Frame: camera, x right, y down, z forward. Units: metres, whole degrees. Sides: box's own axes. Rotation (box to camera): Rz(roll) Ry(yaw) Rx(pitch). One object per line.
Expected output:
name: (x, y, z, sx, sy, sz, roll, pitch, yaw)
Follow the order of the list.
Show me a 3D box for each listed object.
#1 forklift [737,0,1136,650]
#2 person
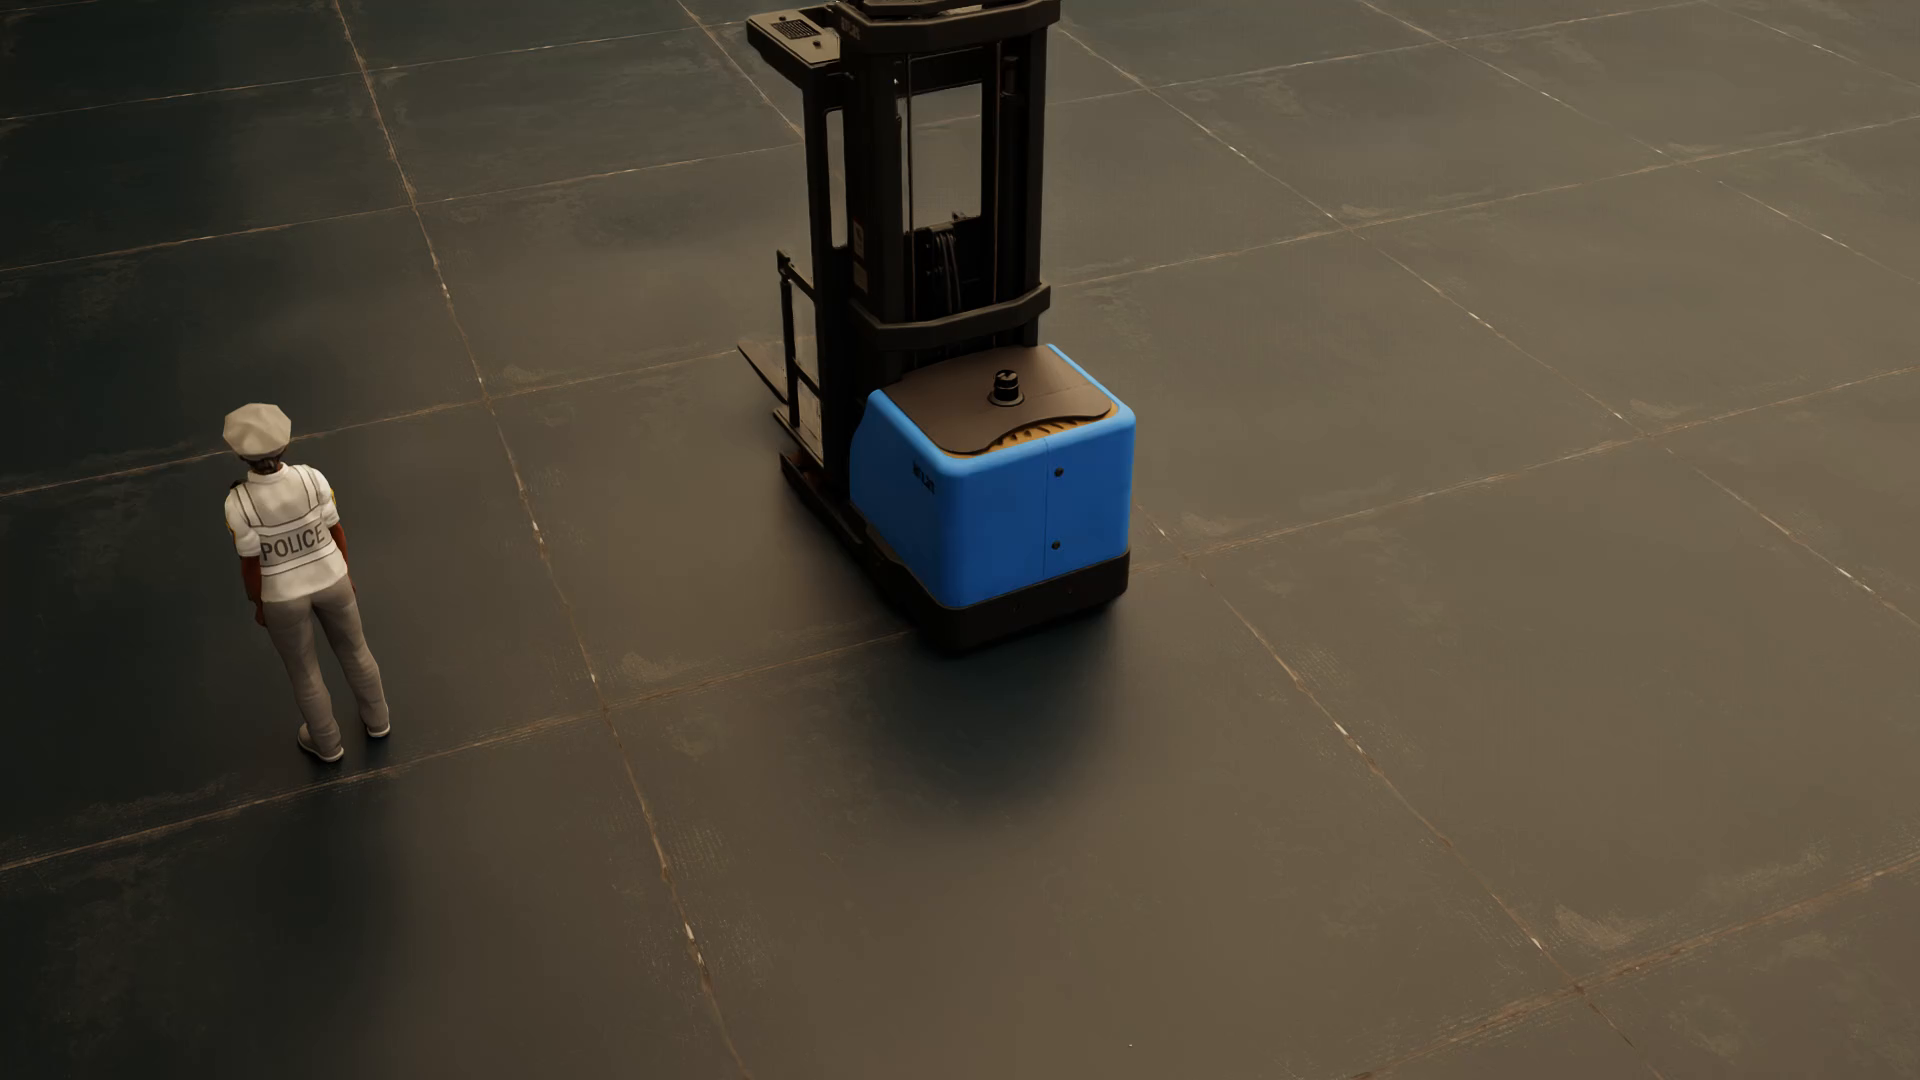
forklift: (-0.319, -1.516, 8.231, 1.130, 2.935, 3.031, -17, 39, -23)
person: (-2.729, 0.188, 6.909, 0.449, 1.693, 0.345, -25, 42, -31)
